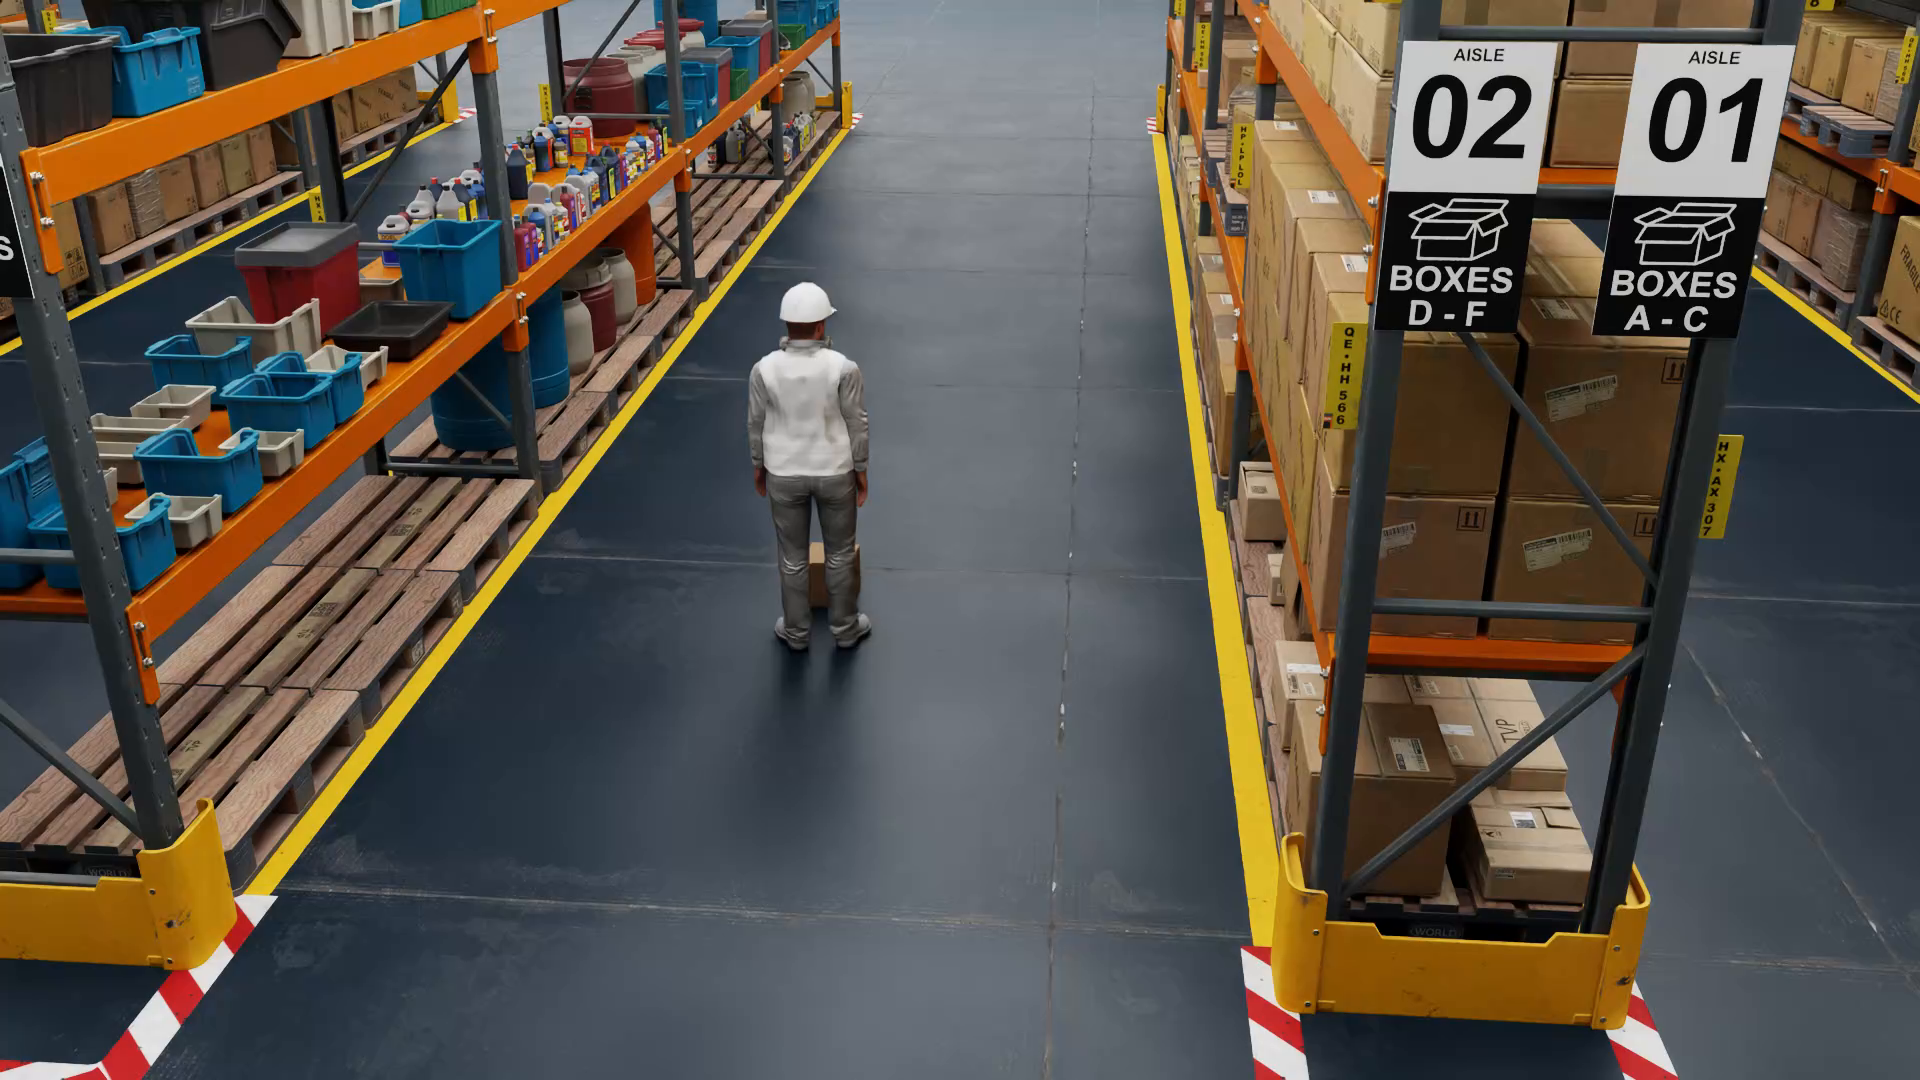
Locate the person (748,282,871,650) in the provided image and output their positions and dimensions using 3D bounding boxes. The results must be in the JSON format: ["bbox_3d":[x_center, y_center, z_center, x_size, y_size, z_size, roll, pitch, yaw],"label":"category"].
[{"bbox_3d":[-0.697,-0.330,7.756,0.557,1.776,0.353,-1,24,-2],"label":"person"}]
